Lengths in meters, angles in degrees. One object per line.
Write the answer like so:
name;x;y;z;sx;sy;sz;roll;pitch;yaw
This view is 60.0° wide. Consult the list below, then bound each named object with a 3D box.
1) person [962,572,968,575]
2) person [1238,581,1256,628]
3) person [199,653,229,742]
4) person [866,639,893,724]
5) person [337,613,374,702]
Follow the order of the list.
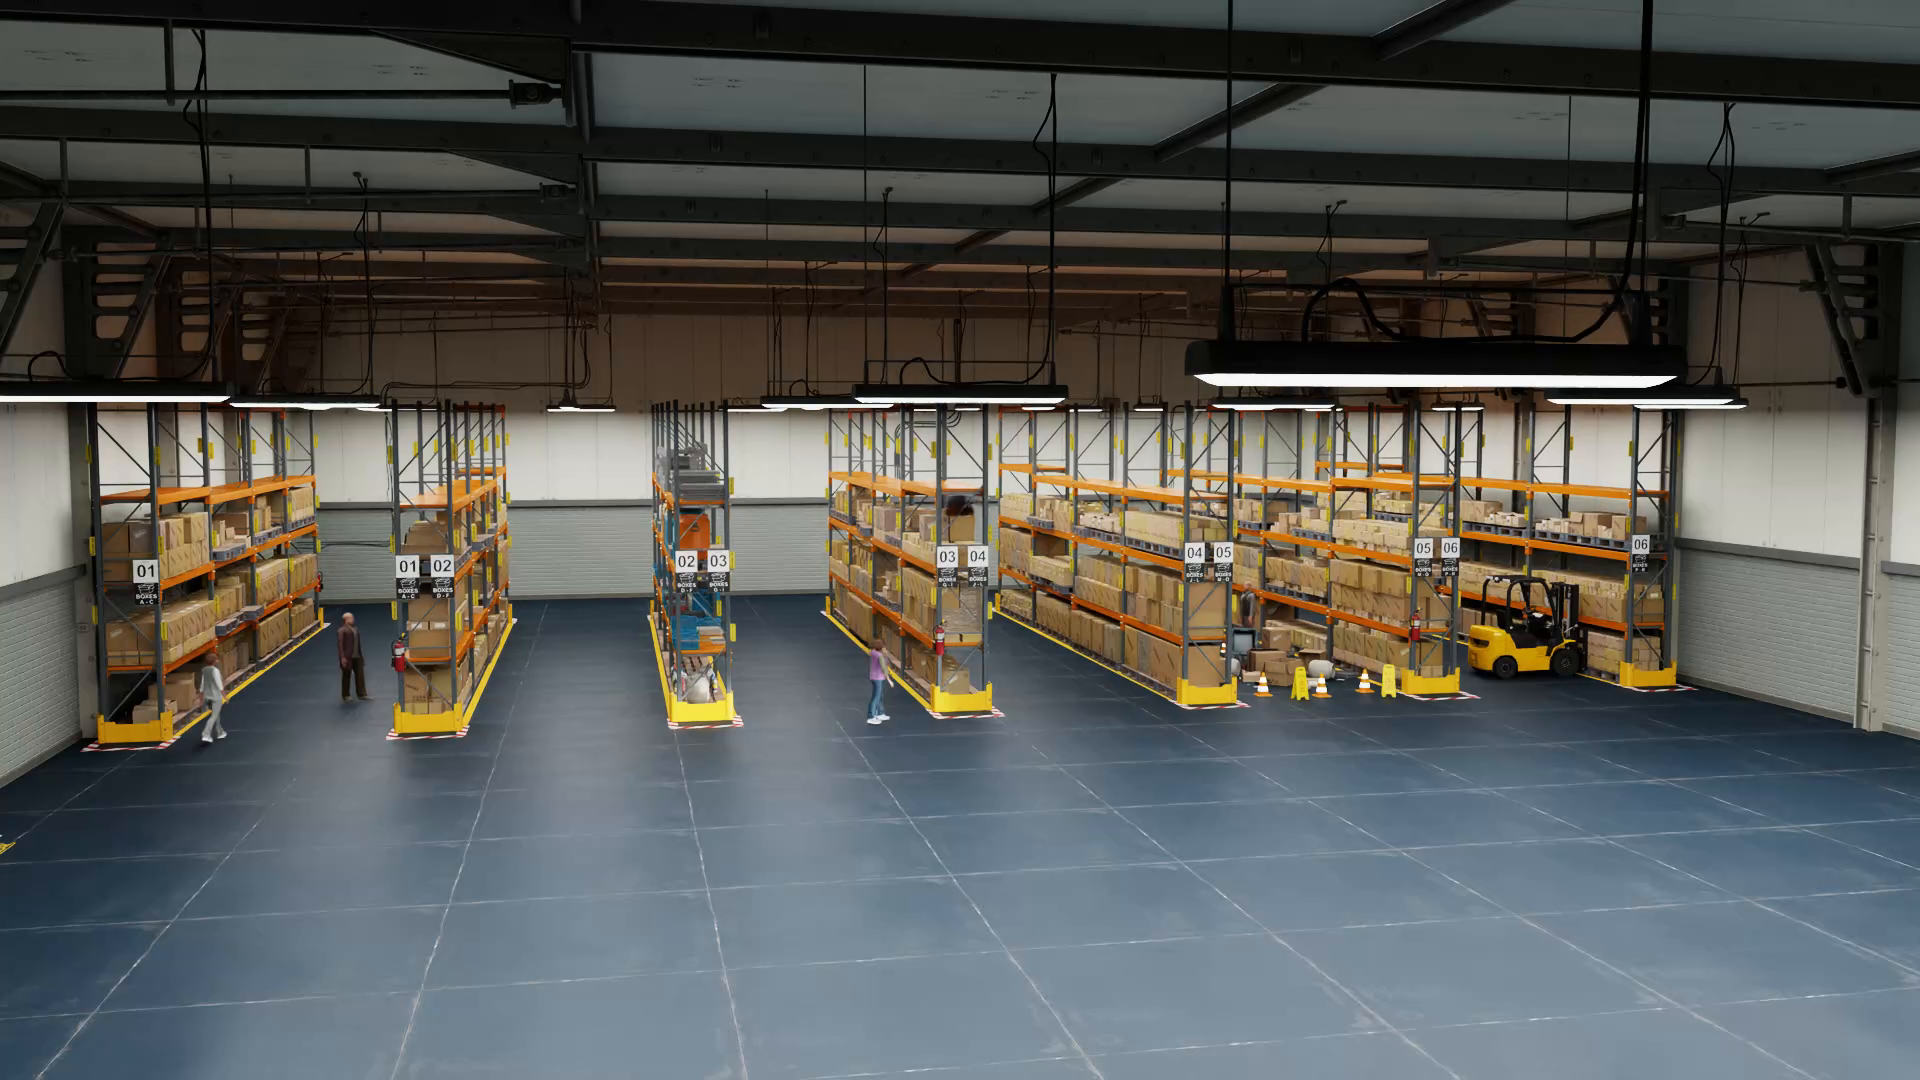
person;-0.008;1.161;48.758;0.615;1.746;1.019;-1;4;-9
person;6.894;1.854;39.960;0.368;1.718;0.585;-1;4;-7
person;-13.041;2.743;29.028;0.504;1.553;0.907;1;4;11
person;-1.510;2.608;30.908;0.546;1.591;0.584;-1;4;-16
person;-12.087;2.344;33.143;0.657;1.779;0.610;3;5;36
